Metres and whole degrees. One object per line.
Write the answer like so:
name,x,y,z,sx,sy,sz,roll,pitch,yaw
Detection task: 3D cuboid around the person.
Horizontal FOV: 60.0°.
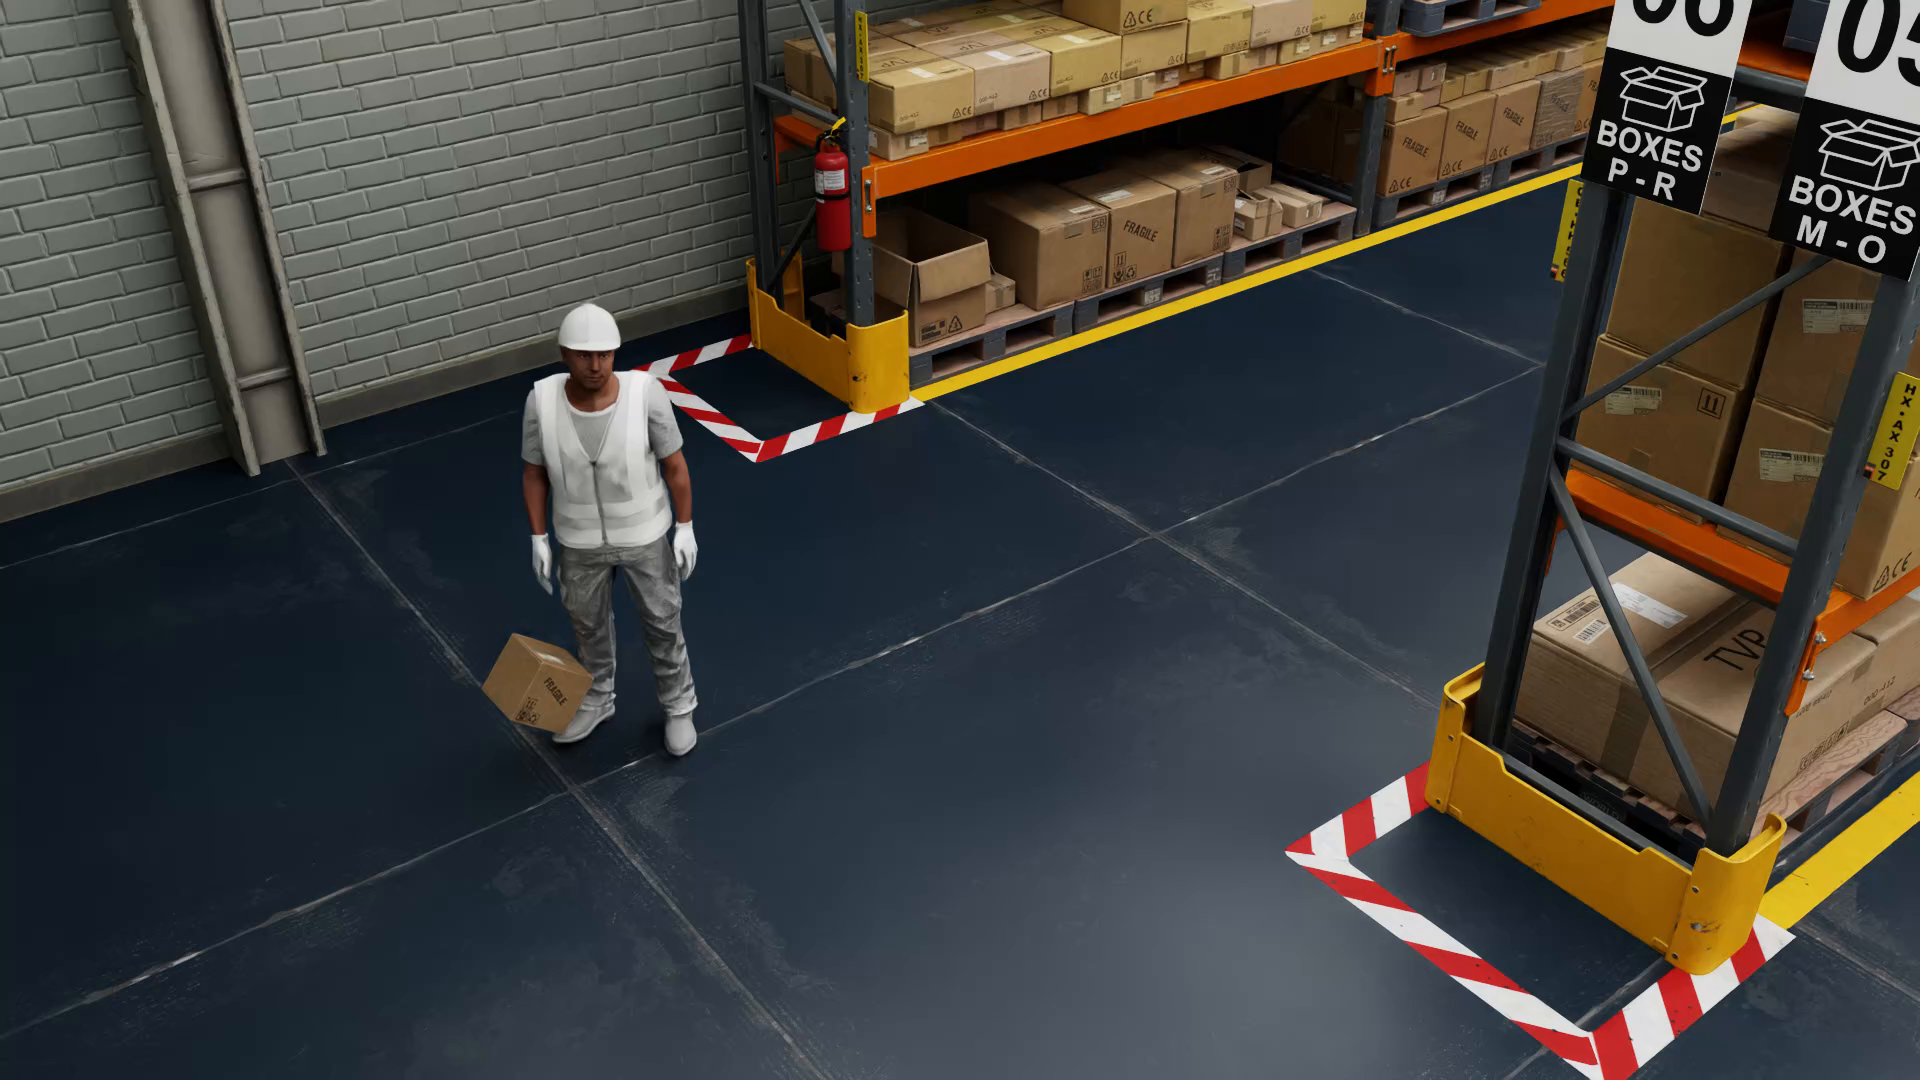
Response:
person,-1.279,-0.007,6.083,0.628,1.792,0.405,-1,32,-2
